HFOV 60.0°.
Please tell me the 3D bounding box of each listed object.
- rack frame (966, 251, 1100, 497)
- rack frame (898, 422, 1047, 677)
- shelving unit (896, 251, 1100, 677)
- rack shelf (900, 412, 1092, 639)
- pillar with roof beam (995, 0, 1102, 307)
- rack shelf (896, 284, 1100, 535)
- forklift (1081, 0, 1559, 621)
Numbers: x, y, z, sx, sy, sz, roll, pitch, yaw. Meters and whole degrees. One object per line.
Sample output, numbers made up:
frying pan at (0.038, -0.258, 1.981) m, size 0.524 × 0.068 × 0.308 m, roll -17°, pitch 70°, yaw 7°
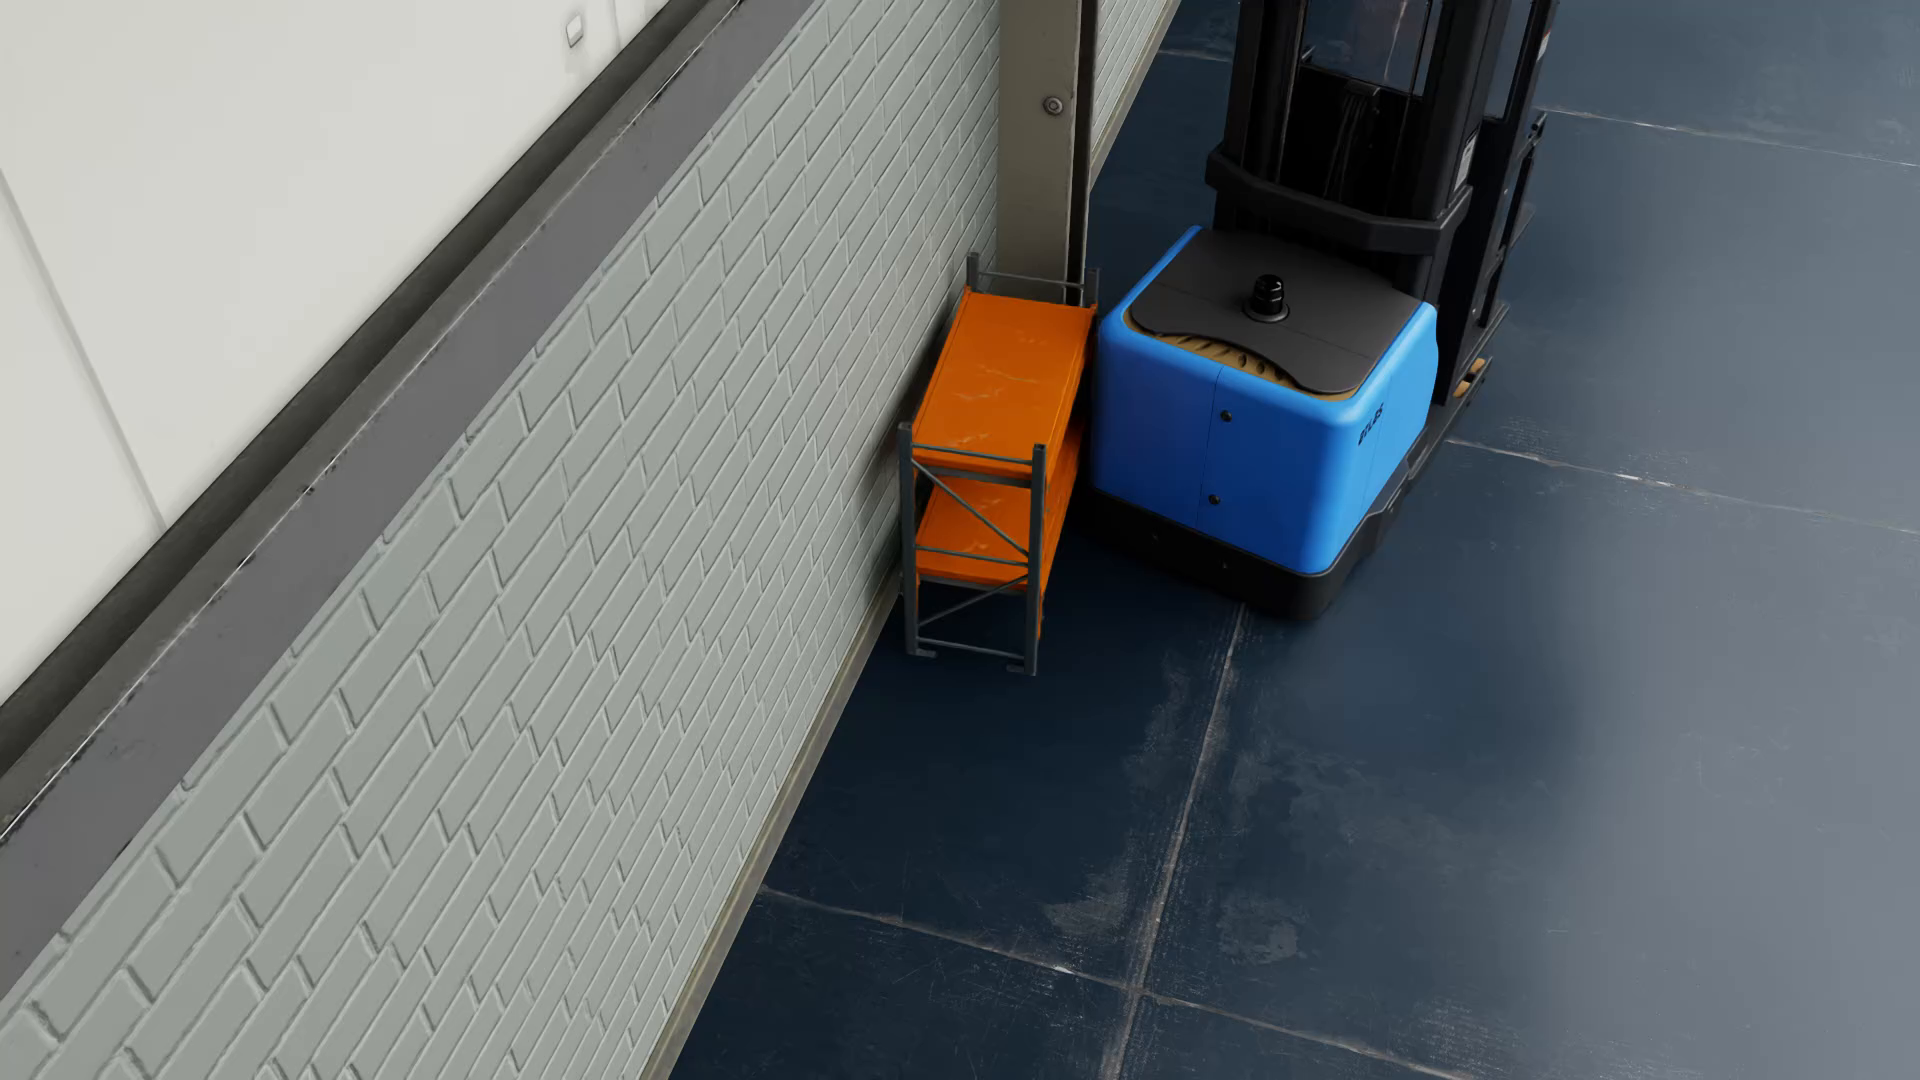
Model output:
rack frame at (0.271, -0.633, 6.593) m, size 0.500 × 1.125 × 0.032 m, roll 9°, pitch 45°, yaw 9°
rack frame at (0.040, 0.059, 5.885) m, size 0.500 × 1.125 × 0.032 m, roll 9°, pitch 45°, yaw 9°
shelving unit at (0.156, -0.287, 6.239) m, size 0.538 × 1.125 × 1.048 m, roll 9°, pitch 45°, yaw 9°
rack shelf at (0.156, -0.112, 6.410) m, size 0.538 × 0.278 × 1.000 m, roll 9°, pitch 45°, yaw 9°
pillar with roof beam at (4.452, -3.122, 3.506) m, size 9.100 × 9.000 × 0.400 m, roll 13°, pitch 46°, yaw 13°
rack shelf at (0.156, -0.496, 6.034) m, size 0.538 × 0.278 × 1.000 m, roll 9°, pitch 45°, yaw 9°
forklift at (1.706, -1.750, 6.443) m, size 1.130 × 2.935 × 3.031 m, roll 24°, pitch 49°, yaw 23°
